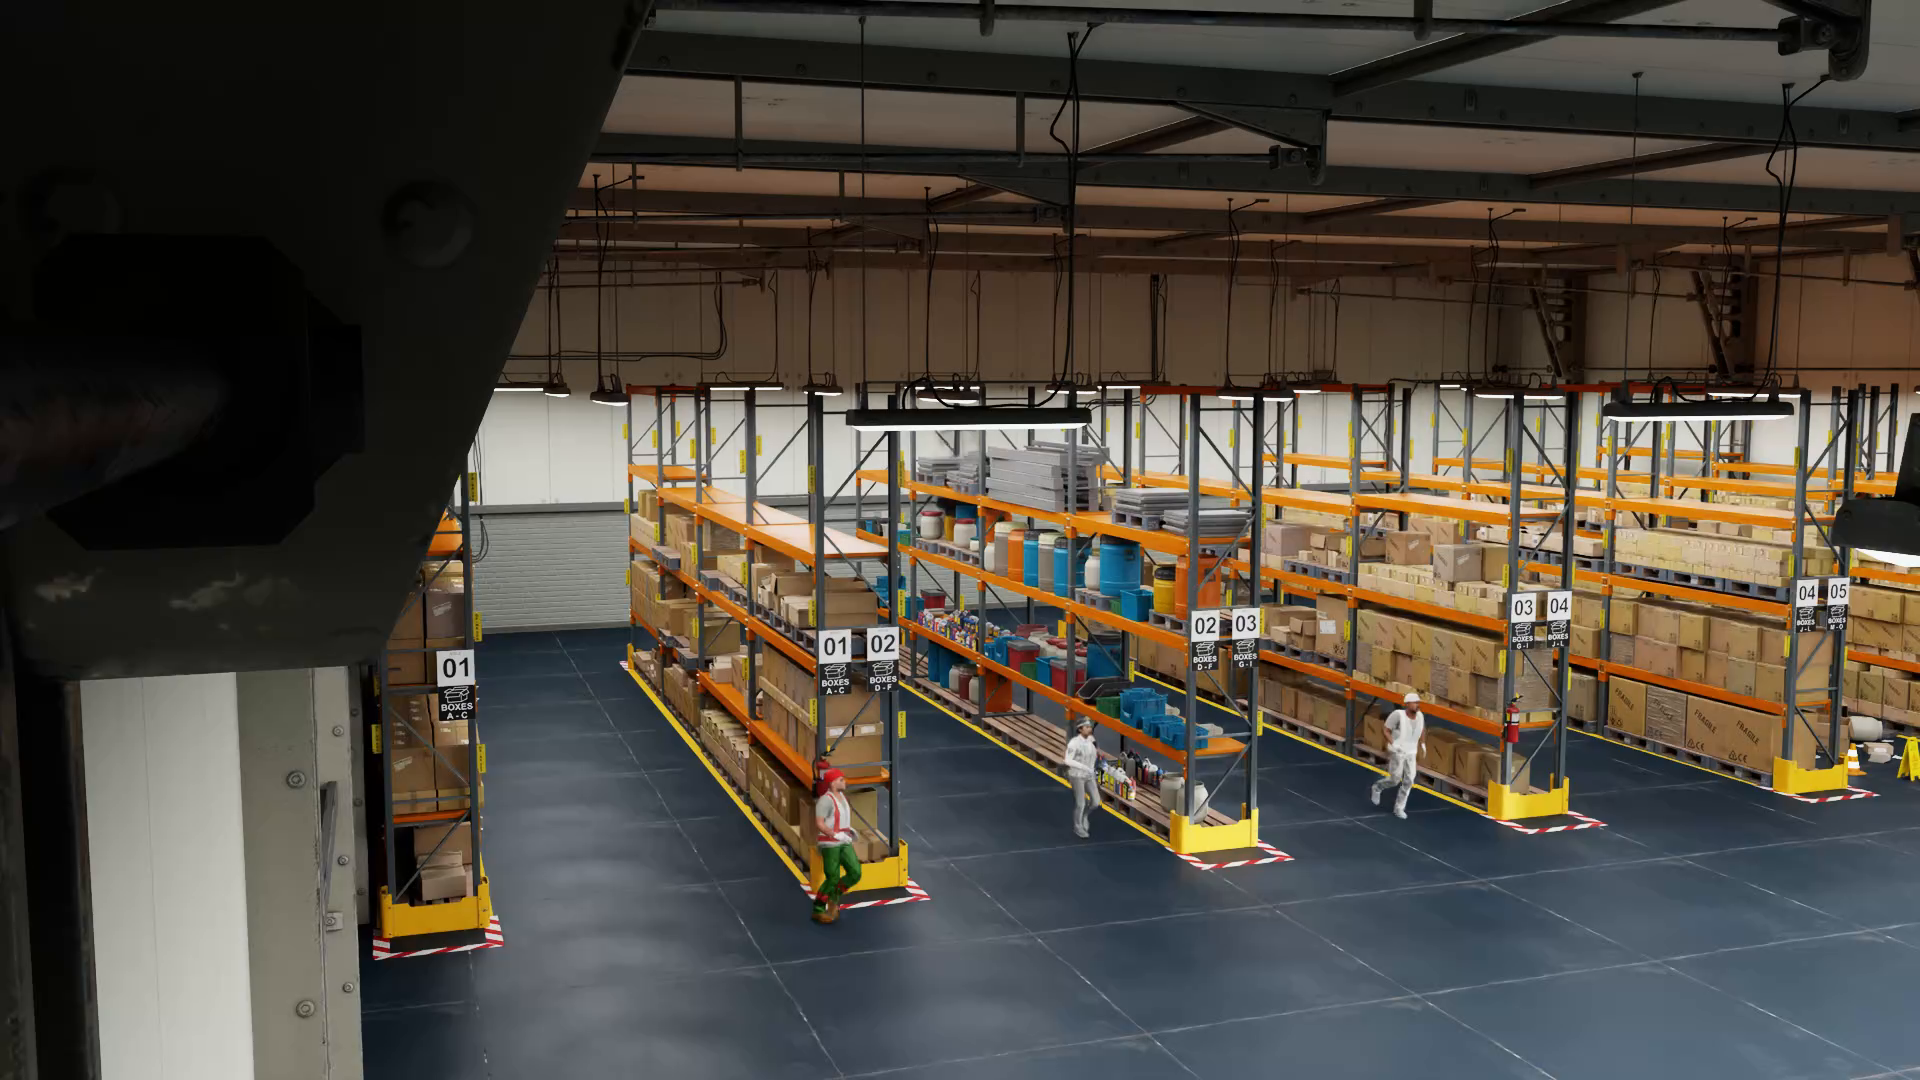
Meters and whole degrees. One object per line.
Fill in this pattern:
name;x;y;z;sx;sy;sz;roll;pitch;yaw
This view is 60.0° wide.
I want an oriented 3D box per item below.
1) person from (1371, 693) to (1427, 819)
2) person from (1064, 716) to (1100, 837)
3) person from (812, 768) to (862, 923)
person;6.337;3.028;23.775;0.736;1.748;0.732;-2;6;-23
person;1.686;3.193;22.390;0.595;1.665;0.545;-4;7;-34
person;-1.383;3.490;19.089;0.553;1.736;0.737;3;7;26
